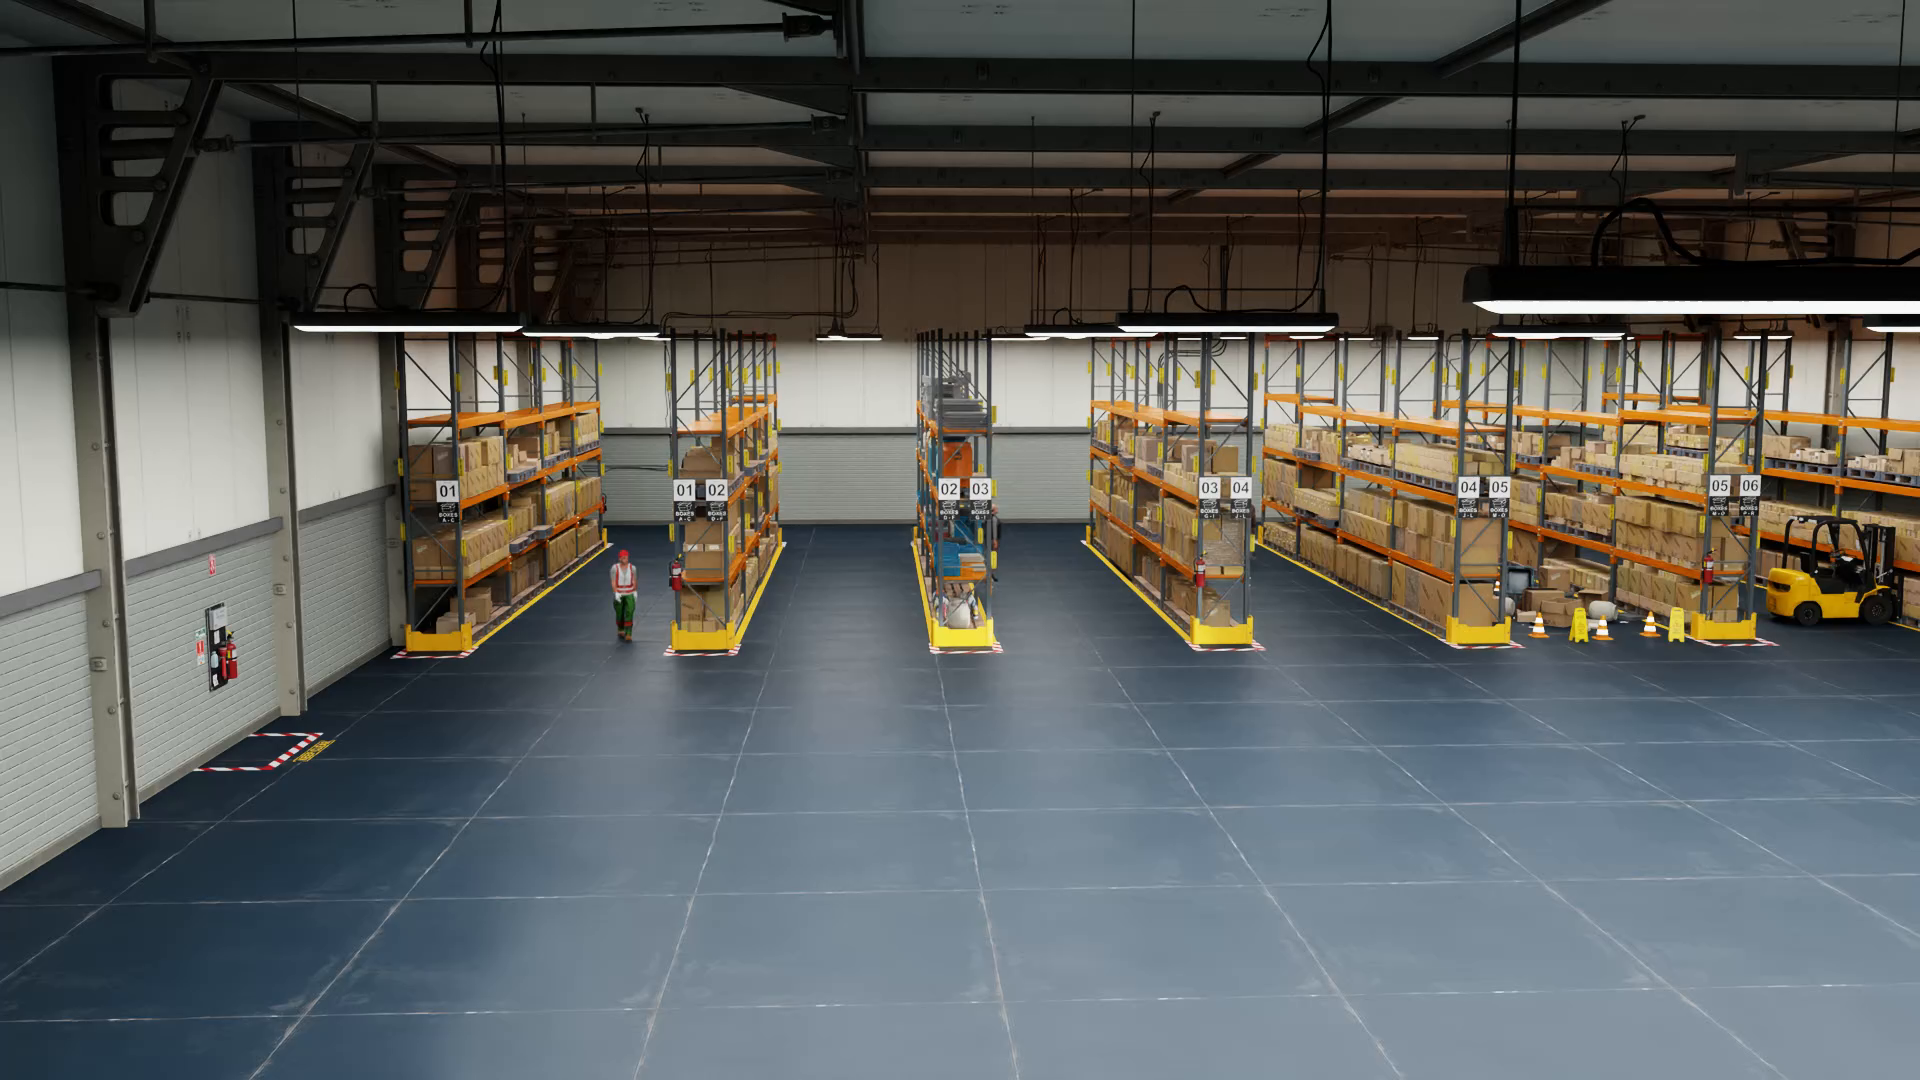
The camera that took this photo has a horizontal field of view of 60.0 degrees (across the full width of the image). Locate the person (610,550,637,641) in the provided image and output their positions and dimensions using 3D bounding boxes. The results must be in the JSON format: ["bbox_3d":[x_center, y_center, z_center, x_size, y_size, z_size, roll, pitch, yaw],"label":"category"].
[{"bbox_3d":[-6.494,1.053,32.204,0.533,1.724,0.995,-2,7,-17],"label":"person"}]

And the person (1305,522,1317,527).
[{"bbox_3d":[10.824,-1.101,51.160,0.755,1.569,0.405,-1,7,-9],"label":"person"}]

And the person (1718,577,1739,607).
[{"bbox_3d":[16.884,0.615,36.403,0.630,1.667,0.815,0,7,-4],"label":"person"}]

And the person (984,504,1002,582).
[{"bbox_3d":[0.748,0.059,38.579,0.402,1.800,0.581,-3,7,-26],"label":"person"}]

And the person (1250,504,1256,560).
[{"bbox_3d":[7.529,-0.337,44.005,0.617,1.775,0.593,0,7,-3],"label":"person"}]
